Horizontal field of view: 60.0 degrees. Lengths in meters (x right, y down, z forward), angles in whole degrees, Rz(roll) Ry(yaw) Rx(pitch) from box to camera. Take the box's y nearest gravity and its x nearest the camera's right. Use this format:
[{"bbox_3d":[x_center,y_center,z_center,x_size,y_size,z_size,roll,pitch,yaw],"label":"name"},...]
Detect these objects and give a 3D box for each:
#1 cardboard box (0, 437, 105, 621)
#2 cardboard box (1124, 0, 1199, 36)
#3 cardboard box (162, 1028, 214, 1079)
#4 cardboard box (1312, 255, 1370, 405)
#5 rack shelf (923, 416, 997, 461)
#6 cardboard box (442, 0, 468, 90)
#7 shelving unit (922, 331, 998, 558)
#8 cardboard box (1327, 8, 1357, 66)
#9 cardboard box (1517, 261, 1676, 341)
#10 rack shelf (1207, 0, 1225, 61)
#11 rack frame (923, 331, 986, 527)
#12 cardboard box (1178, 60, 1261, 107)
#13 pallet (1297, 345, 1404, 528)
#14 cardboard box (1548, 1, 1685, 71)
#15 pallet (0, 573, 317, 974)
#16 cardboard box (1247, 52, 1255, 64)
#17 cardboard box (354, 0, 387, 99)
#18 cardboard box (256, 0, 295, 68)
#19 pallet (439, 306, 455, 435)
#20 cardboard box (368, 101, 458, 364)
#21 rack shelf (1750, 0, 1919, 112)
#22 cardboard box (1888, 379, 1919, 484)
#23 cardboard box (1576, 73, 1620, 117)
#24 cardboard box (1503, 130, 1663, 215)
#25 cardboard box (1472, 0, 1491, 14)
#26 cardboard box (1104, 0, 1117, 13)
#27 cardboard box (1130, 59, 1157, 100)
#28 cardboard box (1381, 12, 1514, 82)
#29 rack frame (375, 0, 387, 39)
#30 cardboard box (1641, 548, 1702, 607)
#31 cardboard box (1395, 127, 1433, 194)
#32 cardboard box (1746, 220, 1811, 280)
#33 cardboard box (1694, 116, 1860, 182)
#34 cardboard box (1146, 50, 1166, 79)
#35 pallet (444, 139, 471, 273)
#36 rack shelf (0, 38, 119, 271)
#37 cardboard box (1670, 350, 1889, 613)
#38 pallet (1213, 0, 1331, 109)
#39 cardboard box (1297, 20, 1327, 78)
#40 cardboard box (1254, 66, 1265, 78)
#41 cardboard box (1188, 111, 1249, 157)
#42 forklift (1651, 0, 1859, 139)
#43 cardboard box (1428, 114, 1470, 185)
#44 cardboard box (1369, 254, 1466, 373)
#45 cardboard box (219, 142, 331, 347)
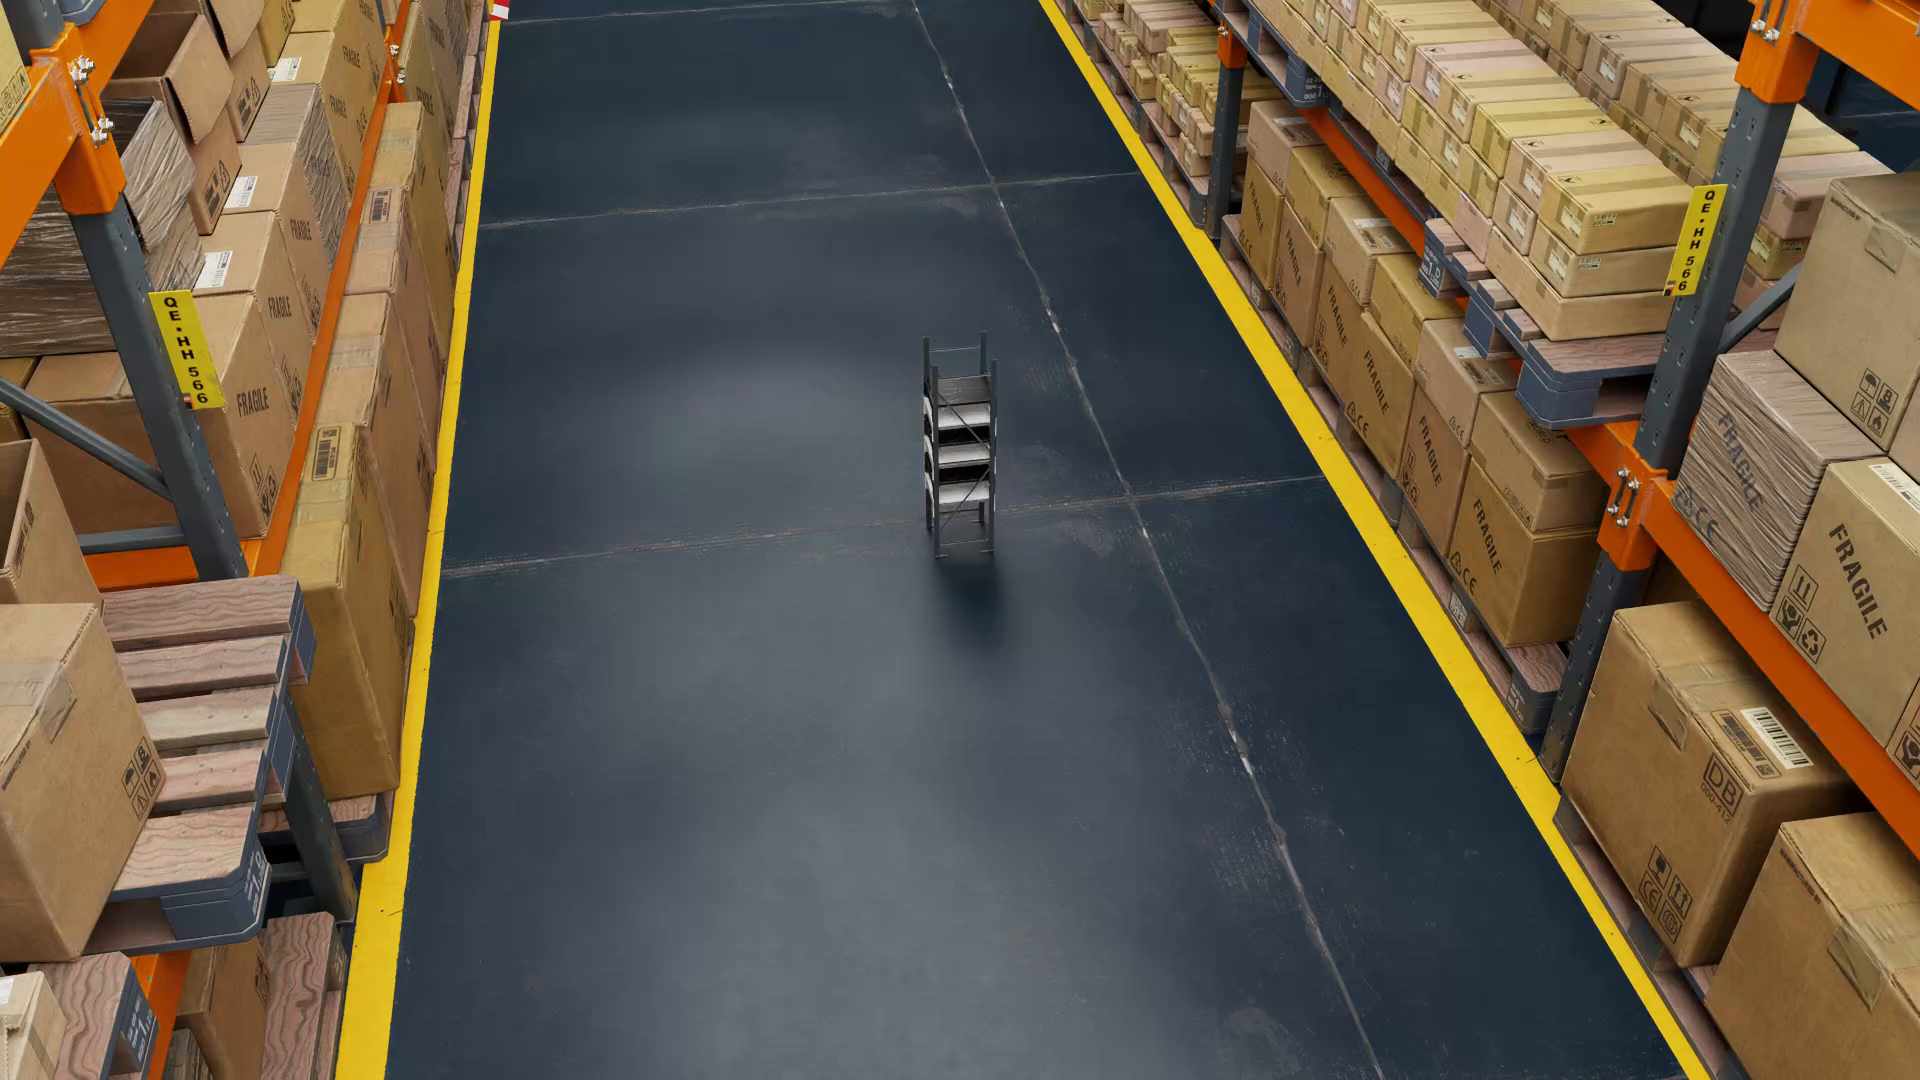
[{"bbox_3d":[-2.263,0.151,3.687,0.500,0.500,0.500,-11,39,-14],"label":"cardboard box"},{"bbox_3d":[1.183,-3.096,9.786,0.380,0.149,0.250,-8,38,-10],"label":"cardboard box"},{"bbox_3d":[-2.150,1.584,3.945,0.700,0.500,0.500,-9,39,-12],"label":"cardboard box"},{"bbox_3d":[1.870,-0.923,7.189,0.500,0.500,0.500,-6,38,-7],"label":"cardboard box"},{"bbox_3d":[-0.001,-0.405,6.445,0.258,0.077,0.200,-6,38,-8],"label":"rack shelf"},{"bbox_3d":[-3.449,-3.197,9.809,0.875,0.875,0.875,-6,38,-8],"label":"cardboard box"},{"bbox_3d":[-0.001,-0.360,6.480,0.258,0.900,0.210,-6,38,-8],"label":"shelving unit"},{"bbox_3d":[1.654,-1.959,6.446,0.380,0.149,0.250,-7,38,-9],"label":"cardboard box"},{"bbox_3d":[1.965,-0.753,5.137,0.380,0.149,0.250,-6,38,-7],"label":"cardboard box"},{"bbox_3d":[1.452,-3.778,9.754,1.077,0.370,4.000,-6,38,-8],"label":"rack shelf"},{"bbox_3d":[-0.019,-0.422,6.559,0.240,0.900,0.006,-6,38,-8],"label":"rack frame"},{"bbox_3d":[1.400,-2.466,8.975,0.380,0.149,0.250,-6,38,-7],"label":"cardboard box"},{"bbox_3d":[2.158,-0.544,7.278,1.003,0.211,1.213,-6,38,-8],"label":"pallet"},{"bbox_3d":[2.381,-1.833,6.042,0.380,0.149,0.250,-5,38,-7],"label":"cardboard box"},{"bbox_3d":[-2.167,0.529,3.780,1.213,0.211,1.003,-6,38,-8],"label":"pallet"},{"bbox_3d":[1.795,-2.834,9.450,0.380,0.149,0.250,-7,38,-9],"label":"cardboard box"},{"bbox_3d":[-2.748,-2.168,7.014,0.500,0.500,0.500,-6,38,-8],"label":"cardboard box"},{"bbox_3d":[-2.869,-2.016,6.001,0.797,0.503,0.637,-6,38,-7],"label":"cardboard box"},{"bbox_3d":[-2.889,-0.822,7.636,1.003,0.211,1.213,-6,38,-8],"label":"pallet"},{"bbox_3d":[-2.967,-1.324,7.399,1.225,0.875,0.875,-6,38,-8],"label":"cardboard box"},{"bbox_3d":[2.854,-0.130,2.614,1.077,0.370,4.000,-6,38,-8],"label":"rack shelf"},{"bbox_3d":[2.663,-0.295,3.788,0.700,0.500,0.500,-7,38,-9],"label":"cardboard box"},{"bbox_3d":[2.430,-1.563,5.937,0.380,0.149,0.250,-6,38,-8],"label":"cardboard box"},{"bbox_3d":[1.925,-1.138,5.147,0.380,0.149,0.250,-7,38,-9],"label":"cardboard box"},{"bbox_3d":[2.251,-2.188,6.741,0.380,0.149,0.250,-8,39,-10],"label":"cardboard box"},{"bbox_3d":[1.130,-3.350,10.599,0.380,0.149,0.250,-6,38,-8],"label":"cardboard box"},{"bbox_3d":[1.217,-2.719,9.787,0.380,0.149,0.250,-6,38,-8],"label":"cardboard box"},{"bbox_3d":[1.742,-1.767,5.958,0.380,0.149,0.250,-4,38,-6],"label":"cardboard box"},{"bbox_3d":[-3.098,-2.381,7.370,1.000,3.000,0.127,-6,38,-8],"label":"rack frame"},{"bbox_3d":[2.631,-0.071,6.092,0.500,0.500,0.500,-8,39,-10],"label":"cardboard box"},{"bbox_3d":[1.789,-1.372,5.933,0.380,0.149,0.250,-8,39,-10],"label":"cardboard box"},{"bbox_3d":[2.617,-0.935,5.129,0.380,0.149,0.250,-5,38,-6],"label":"cardboard box"},{"bbox_3d":[2.564,-1.201,5.229,0.380,0.149,0.250,-7,38,-9],"label":"cardboard box"},{"bbox_3d":[1.299,-2.803,9.652,0.380,0.149,0.250,-5,38,-7],"label":"cardboard box"},{"bbox_3d":[-3.155,-1.748,8.828,1.003,0.211,1.213,-6,38,-8],"label":"pallet"},{"bbox_3d":[-2.047,0.342,2.006,1.077,0.370,4.000,-6,38,-8],"label":"rack shelf"},{"bbox_3d":[2.317,-0.177,4.452,0.500,0.500,0.500,-6,38,-7],"label":"cardboard box"},{"bbox_3d":[1.793,-2.301,7.423,1.003,0.211,1.213,-6,38,-8],"label":"pallet"},{"bbox_3d":[1.601,-2.009,6.754,0.380,0.149,0.250,-8,39,-10],"label":"cardboard box"},{"bbox_3d":[1.843,-2.551,9.328,0.380,0.149,0.250,-6,38,-8],"label":"cardboard box"},{"bbox_3d":[1.434,-2.167,8.834,0.380,0.149,0.250,-6,38,-7],"label":"cardboard box"},{"bbox_3d":[4.267,-3.319,8.633,1.130,2.935,3.031,-8,39,-10],"label":"forklift"},{"bbox_3d":[1.828,-1.342,5.653,0.380,0.149,0.250,-6,38,-8],"label":"cardboard box"},{"bbox_3d":[1.953,-0.910,6.560,0.500,0.250,0.500,-5,38,-7],"label":"cardboard box"},{"bbox_3d":[-2.400,-0.948,5.444,0.500,0.500,0.500,-7,38,-9],"label":"cardboard box"}]
